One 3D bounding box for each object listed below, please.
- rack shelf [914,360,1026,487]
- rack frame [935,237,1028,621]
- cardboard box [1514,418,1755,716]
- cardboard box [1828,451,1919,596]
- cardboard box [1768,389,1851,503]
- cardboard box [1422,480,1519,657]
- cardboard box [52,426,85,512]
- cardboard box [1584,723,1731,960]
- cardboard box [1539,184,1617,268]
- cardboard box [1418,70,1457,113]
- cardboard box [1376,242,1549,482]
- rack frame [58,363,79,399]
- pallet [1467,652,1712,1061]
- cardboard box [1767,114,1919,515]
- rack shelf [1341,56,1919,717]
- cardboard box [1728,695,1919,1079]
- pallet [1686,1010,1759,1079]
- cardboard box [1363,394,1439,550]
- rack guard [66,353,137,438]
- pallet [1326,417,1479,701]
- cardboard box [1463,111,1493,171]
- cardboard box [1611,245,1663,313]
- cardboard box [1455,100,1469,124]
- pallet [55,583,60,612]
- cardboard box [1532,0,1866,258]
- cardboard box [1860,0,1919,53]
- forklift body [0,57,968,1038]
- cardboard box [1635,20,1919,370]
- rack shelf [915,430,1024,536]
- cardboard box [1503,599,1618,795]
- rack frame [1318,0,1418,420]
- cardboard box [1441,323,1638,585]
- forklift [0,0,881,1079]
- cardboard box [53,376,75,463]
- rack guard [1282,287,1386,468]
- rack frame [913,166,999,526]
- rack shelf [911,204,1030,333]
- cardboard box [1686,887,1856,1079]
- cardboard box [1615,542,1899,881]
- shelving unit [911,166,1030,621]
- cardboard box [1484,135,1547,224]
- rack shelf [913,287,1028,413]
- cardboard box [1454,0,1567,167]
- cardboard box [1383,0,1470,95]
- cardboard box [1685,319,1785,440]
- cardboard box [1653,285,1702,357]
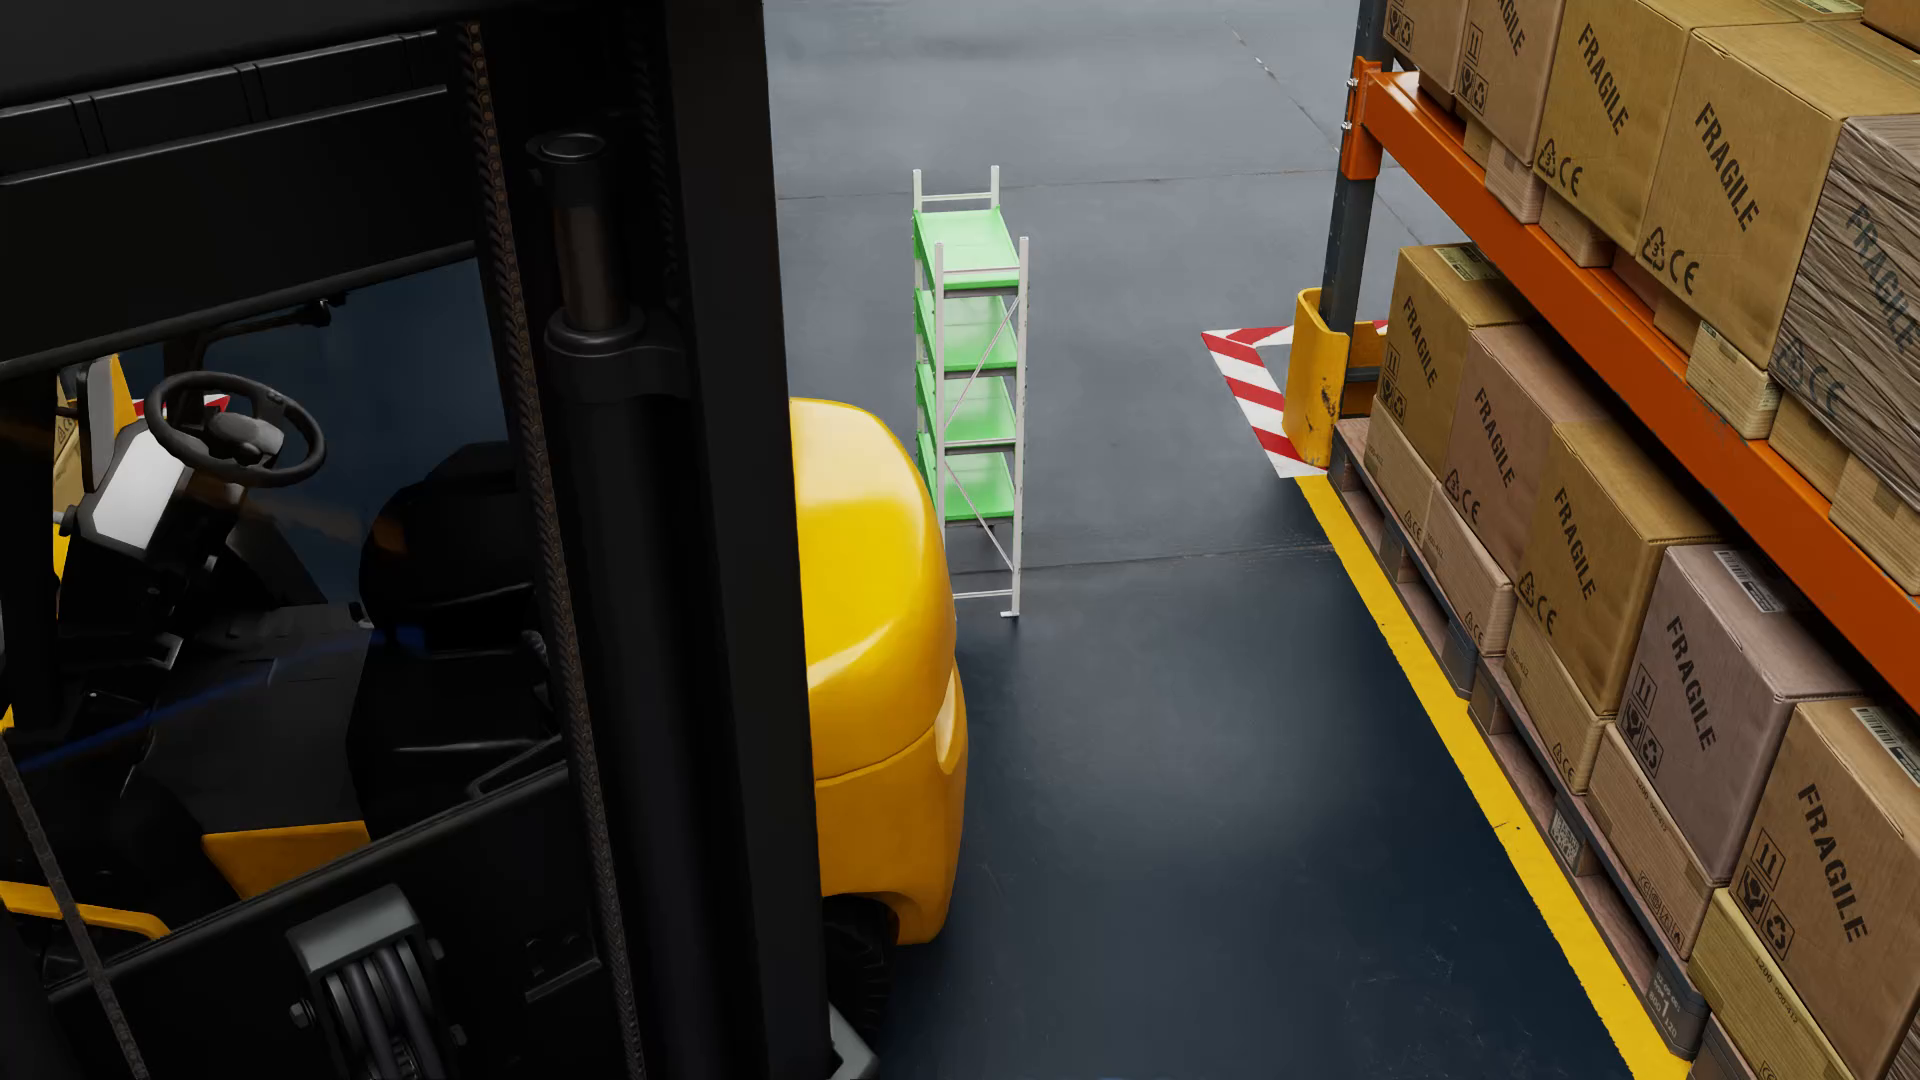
[{"bbox_3d":[0.022,-0.351,4.813,0.258,0.148,0.480,-4,35,-6],"label":"rack shelf"},{"bbox_3d":[0.055,-0.267,4.577,0.240,1.200,0.015,-4,35,-6],"label":"rack frame"},{"bbox_3d":[1.686,0.048,3.919,0.500,0.500,0.500,-4,34,-5],"label":"cardboard box"},{"bbox_3d":[1.767,-0.049,2.881,0.380,0.149,0.250,-5,35,-7],"label":"cardboard box"},{"bbox_3d":[1.762,-0.194,3.094,0.380,0.149,0.250,-5,35,-7],"label":"cardboard box"},{"bbox_3d":[1.610,0.058,4.571,0.500,0.250,0.500,-3,34,-5],"label":"cardboard box"},{"bbox_3d":[-2.828,-0.083,4.776,0.500,0.250,0.500,-4,34,-6],"label":"cardboard box"},{"bbox_3d":[1.761,0.643,3.711,0.500,0.250,0.500,-4,34,-6],"label":"cardboard box"},{"bbox_3d":[1.615,-0.772,3.942,0.380,0.149,0.250,-3,34,-5],"label":"cardboard box"},{"bbox_3d":[1.555,-1.353,4.794,0.380,0.149,0.250,-4,35,-6],"label":"cardboard box"},{"bbox_3d":[1.552,-0.524,4.759,0.500,0.500,0.500,-5,35,-8],"label":"cardboard box"},{"bbox_3d":[-3.204,-1.284,4.470,1.000,3.000,0.127,-4,35,-6],"label":"rack frame"},{"bbox_3d":[1.959,0.668,4.082,1.003,0.211,1.213,-4,35,-6],"label":"pallet"},{"bbox_3d":[1.795,-0.399,2.819,0.500,0.500,0.500,-3,34,-5],"label":"cardboard box"},{"bbox_3d":[1.983,-0.248,3.589,1.077,0.370,4.000,-4,35,-6],"label":"rack shelf"},{"bbox_3d":[1.836,0.630,3.065,0.500,0.500,0.500,-4,34,-6],"label":"cardboard box"},{"bbox_3d":[2.127,1.351,3.080,1.003,0.211,1.213,-4,35,-6],"label":"pallet"},{"bbox_3d":[1.548,-0.228,4.989,0.500,0.250,0.500,-5,35,-7],"label":"cardboard box"},{"bbox_3d":[-3.207,-0.264,5.193,1.175,0.500,0.348,-4,35,-6],"label":"rack guard"},{"bbox_3d":[1.798,-0.011,5.078,1.003,0.211,1.213,-4,35,-6],"label":"pallet"},{"bbox_3d":[1.558,-1.059,4.363,0.380,0.149,0.250,-5,35,-8],"label":"cardboard box"},{"bbox_3d":[1.710,-0.629,3.732,0.380,0.149,0.250,-3,34,-5],"label":"cardboard box"},{"bbox_3d":[1.603,-1.213,4.589,0.380,0.149,0.250,-4,34,-6],"label":"cardboard box"},{"bbox_3d":[-3.060,0.292,4.634,1.003,0.211,1.213,-4,35,-6],"label":"pallet"},{"bbox_3d":[1.646,-0.967,3.653,0.500,0.500,0.500,-5,35,-7],"label":"cardboard box"},{"bbox_3d":[2.160,-1.122,2.992,0.700,0.500,0.500,-5,35,-7],"label":"cardboard box"},{"bbox_3d":[-1.141,-0.013,3.359,2.313,2.155,1.214,-4,35,-6],"label":"forklift body"},{"bbox_3d":[1.722,-0.684,3.238,0.500,0.500,0.500,-5,35,-7],"label":"cardboard box"},{"bbox_3d":[0.022,-0.152,4.948,0.258,0.148,0.480,-4,35,-6],"label":"rack shelf"},{"bbox_3d":[1.696,0.361,4.125,0.500,0.250,0.500,-2,34,-3],"label":"cardboard box"},{"bbox_3d":[1.714,-1.662,5.025,1.000,3.000,0.127,-4,35,-6],"label":"rack frame"},{"bbox_3d":[1.627,-0.233,4.331,0.500,0.500,0.500,-6,35,-8],"label":"cardboard box"},{"bbox_3d":[-0.894,0.362,2.116,1.130,2.935,3.031,-23,40,-29],"label":"forklift"},{"bbox_3d":[-2.829,-0.279,4.621,0.500,0.250,0.500,-5,35,-7],"label":"cardboard box"},{"bbox_3d":[1.724,-0.586,5.666,1.175,0.500,0.348,-4,35,-6],"label":"rack guard"},{"bbox_3d":[-0.011,-0.540,4.976,0.240,1.200,0.015,-4,35,-6],"label":"rack frame"},{"bbox_3d":[0.022,-0.747,4.542,0.258,0.148,0.480,-4,35,-6],"label":"rack shelf"},{"bbox_3d":[1.825,0.927,3.294,0.500,0.250,0.500,-5,35,-8],"label":"cardboard box"},{"bbox_3d":[1.767,0.345,3.483,0.500,0.500,0.500,-3,34,-4],"label":"cardboard box"},{"bbox_3d":[0.022,-0.403,4.777,0.258,1.200,0.503,-4,35,-6],"label":"shelving unit"},{"bbox_3d":[1.547,-0.913,4.150,0.380,0.149,0.250,-4,34,-6],"label":"cardboard box"},{"bbox_3d":[0.022,-0.549,4.677,0.258,0.148,0.480,-4,35,-6],"label":"rack shelf"},{"bbox_3d":[1.576,-1.252,4.070,0.500,0.500,0.500,-3,34,-5],"label":"cardboard box"},{"bbox_3d":[1.503,-1.540,4.494,0.500,0.500,0.500,-5,35,-7],"label":"cardboard box"},{"bbox_3d":[1.692,-0.334,3.300,0.380,0.149,0.250,-4,34,-6],"label":"cardboard box"},{"bbox_3d":[1.716,-0.479,3.513,0.380,0.149,0.250,-5,35,-8],"label":"cardboard box"}]
